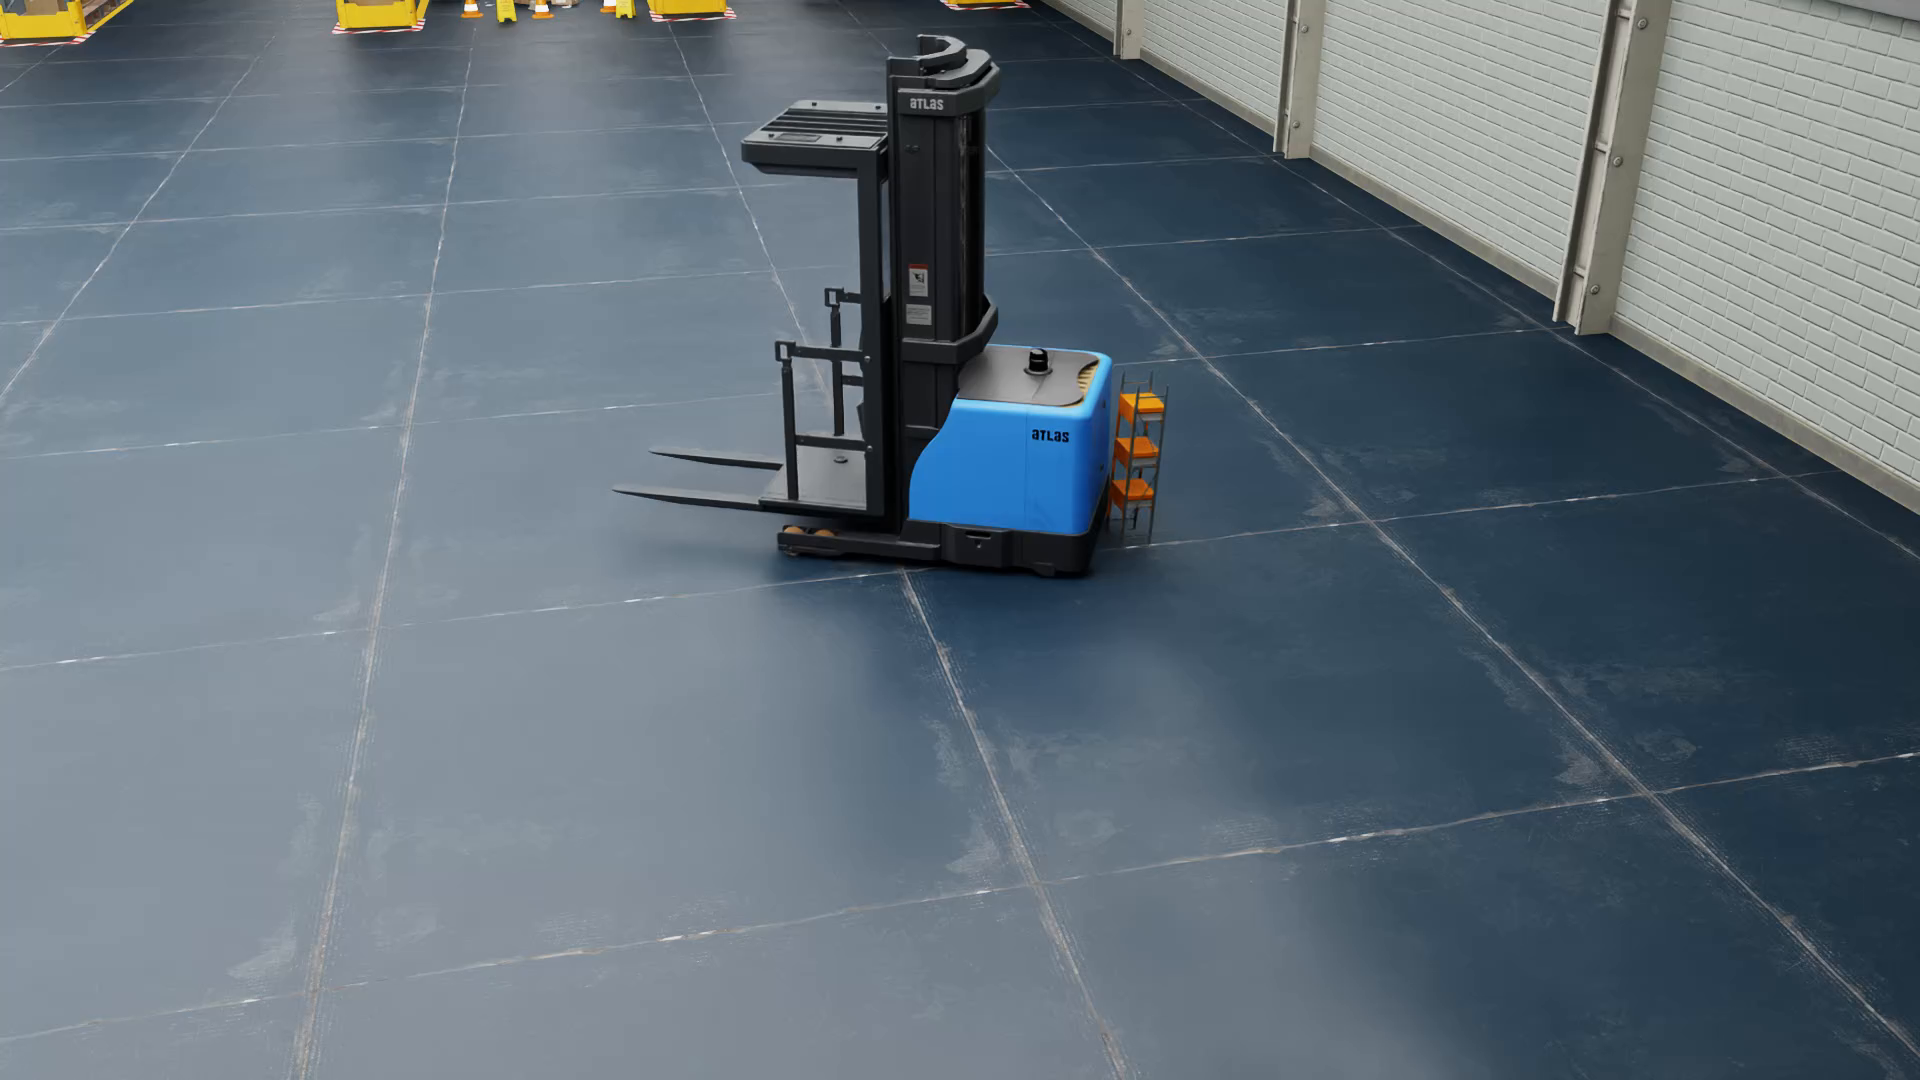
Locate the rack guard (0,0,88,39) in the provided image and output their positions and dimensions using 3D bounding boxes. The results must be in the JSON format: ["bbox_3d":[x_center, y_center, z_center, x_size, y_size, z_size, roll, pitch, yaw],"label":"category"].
[{"bbox_3d":[-14.142,-8.022,25.588,1.175,0.500,0.348,-6,27,-12],"label":"rack guard"}]

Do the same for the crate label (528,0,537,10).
[{"bbox_3d":[-7.066,-8.967,27.864,0.250,0.136,0.298,-23,35,-38],"label":"crate label"}]

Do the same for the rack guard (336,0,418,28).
[{"bbox_3d":[-9.264,-8.437,26.411,1.175,0.500,0.348,-6,27,-12],"label":"rack guard"}]

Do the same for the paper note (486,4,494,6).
[{"bbox_3d":[-7.959,-9.080,28.207,0.144,0.017,0.142,3,27,6],"label":"paper note"}]

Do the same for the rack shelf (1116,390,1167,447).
[{"bbox_3d":[1.078,-0.726,9.905,0.215,0.259,0.240,-4,27,-16],"label":"rack shelf"}]

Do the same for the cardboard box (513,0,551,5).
[{"bbox_3d":[-7.332,-9.510,28.533,0.637,0.503,0.797,19,32,32],"label":"cardboard box"}]

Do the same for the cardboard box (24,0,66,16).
[{"bbox_3d":[-14.249,-8.452,25.974,0.500,0.500,0.500,-1,27,-2],"label":"cardboard box"}]

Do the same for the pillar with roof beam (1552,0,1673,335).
[{"bbox_3d":[0.949,-5.352,10.868,9.100,9.000,0.400,-6,27,-12],"label":"pillar with roof beam"}]

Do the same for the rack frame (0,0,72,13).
[{"bbox_3d":[-14.125,-9.104,24.959,1.000,3.000,0.127,-6,27,-12],"label":"rack frame"}]

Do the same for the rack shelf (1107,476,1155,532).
[{"bbox_3d":[1.046,-0.222,10.149,0.215,0.259,0.240,-4,27,-16],"label":"rack shelf"}]

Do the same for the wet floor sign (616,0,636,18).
[{"bbox_3d":[-5.469,-8.868,27.103,0.267,0.644,0.232,3,27,6],"label":"wet floor sign"}]

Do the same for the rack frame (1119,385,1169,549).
[{"bbox_3d":[1.096,-0.428,9.919,0.200,1.050,0.008,-4,27,-16],"label":"rack frame"}]

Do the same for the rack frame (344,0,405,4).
[{"bbox_3d":[-9.269,-9.564,25.869,1.000,3.000,0.127,-6,27,-12],"label":"rack frame"}]

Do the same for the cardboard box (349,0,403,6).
[{"bbox_3d":[-9.487,-9.094,26.829,0.875,0.875,0.875,-6,27,-11],"label":"cardboard box"}]

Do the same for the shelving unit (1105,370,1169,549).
[{"bbox_3d":[1.063,-0.481,10.024,0.215,1.050,0.252,-4,27,-16],"label":"shelving unit"}]

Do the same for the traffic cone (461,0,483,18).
[{"bbox_3d":[-8.006,-8.808,27.188,0.336,0.463,0.334,-6,27,-12],"label":"traffic cone"}]

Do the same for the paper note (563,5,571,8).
[{"bbox_3d":[-6.622,-8.998,28.043,0.148,0.019,0.142,-16,31,-29],"label":"paper note"}]

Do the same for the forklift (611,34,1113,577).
[{"bbox_3d":[-0.630,-1.425,9.820,3.031,2.935,1.130,6,27,11],"label":"forklift"}]

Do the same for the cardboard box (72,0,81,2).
[{"bbox_3d":[-14.417,-8.711,26.487,0.500,0.500,0.500,1,27,2],"label":"cardboard box"}]

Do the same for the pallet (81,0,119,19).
[{"bbox_3d":[-14.562,-8.788,27.426,1.003,0.211,1.213,-6,27,-12],"label":"pallet"}]

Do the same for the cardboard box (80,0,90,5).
[{"bbox_3d":[-14.540,-8.987,27.035,0.500,0.500,0.500,-3,27,-7],"label":"cardboard box"}]

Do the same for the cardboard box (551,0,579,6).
[{"bbox_3d":[-6.733,-9.208,28.328,0.380,0.149,0.250,8,28,15],"label":"cardboard box"}]

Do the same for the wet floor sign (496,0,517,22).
[{"bbox_3d":[-7.334,-8.701,26.772,0.267,0.644,0.232,-11,29,-20],"label":"wet floor sign"}]

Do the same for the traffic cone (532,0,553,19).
[{"bbox_3d":[-6.828,-8.774,27.120,0.336,0.463,0.334,-6,27,-12],"label":"traffic cone"}]

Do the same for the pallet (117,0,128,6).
[{"bbox_3d":[-14.840,-9.324,28.489,1.003,0.211,1.213,-6,27,-12],"label":"pallet"}]

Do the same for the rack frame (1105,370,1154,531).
[{"bbox_3d":[1.029,-0.534,10.128,0.200,1.050,0.008,-4,27,-16],"label":"rack frame"}]

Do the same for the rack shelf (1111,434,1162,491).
[{"bbox_3d":[1.062,-0.471,10.028,0.215,0.259,0.240,-4,27,-16],"label":"rack shelf"}]

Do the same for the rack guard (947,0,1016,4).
[{"bbox_3d":[0.371,-9.490,28.497,1.175,0.500,0.348,-6,27,-12],"label":"rack guard"}]

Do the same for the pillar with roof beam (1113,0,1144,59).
[{"bbox_3d":[-1.755,-10.621,21.305,9.100,9.000,0.400,-6,27,-12],"label":"pillar with roof beam"}]

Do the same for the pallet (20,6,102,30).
[{"bbox_3d":[-14.290,-8.253,26.367,1.003,0.211,1.213,-6,27,-12],"label":"pallet"}]

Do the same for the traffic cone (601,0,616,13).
[{"bbox_3d":[-5.823,-9.036,27.639,0.336,0.463,0.334,-6,27,-12],"label":"traffic cone"}]

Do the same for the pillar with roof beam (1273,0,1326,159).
[{"bbox_3d":[-0.403,-7.987,16.086,9.100,9.000,0.400,-6,27,-12],"label":"pillar with roof beam"}]

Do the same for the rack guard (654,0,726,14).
[{"bbox_3d":[-4.487,-9.028,27.582,1.175,0.500,0.348,-6,27,-12],"label":"rack guard"}]
